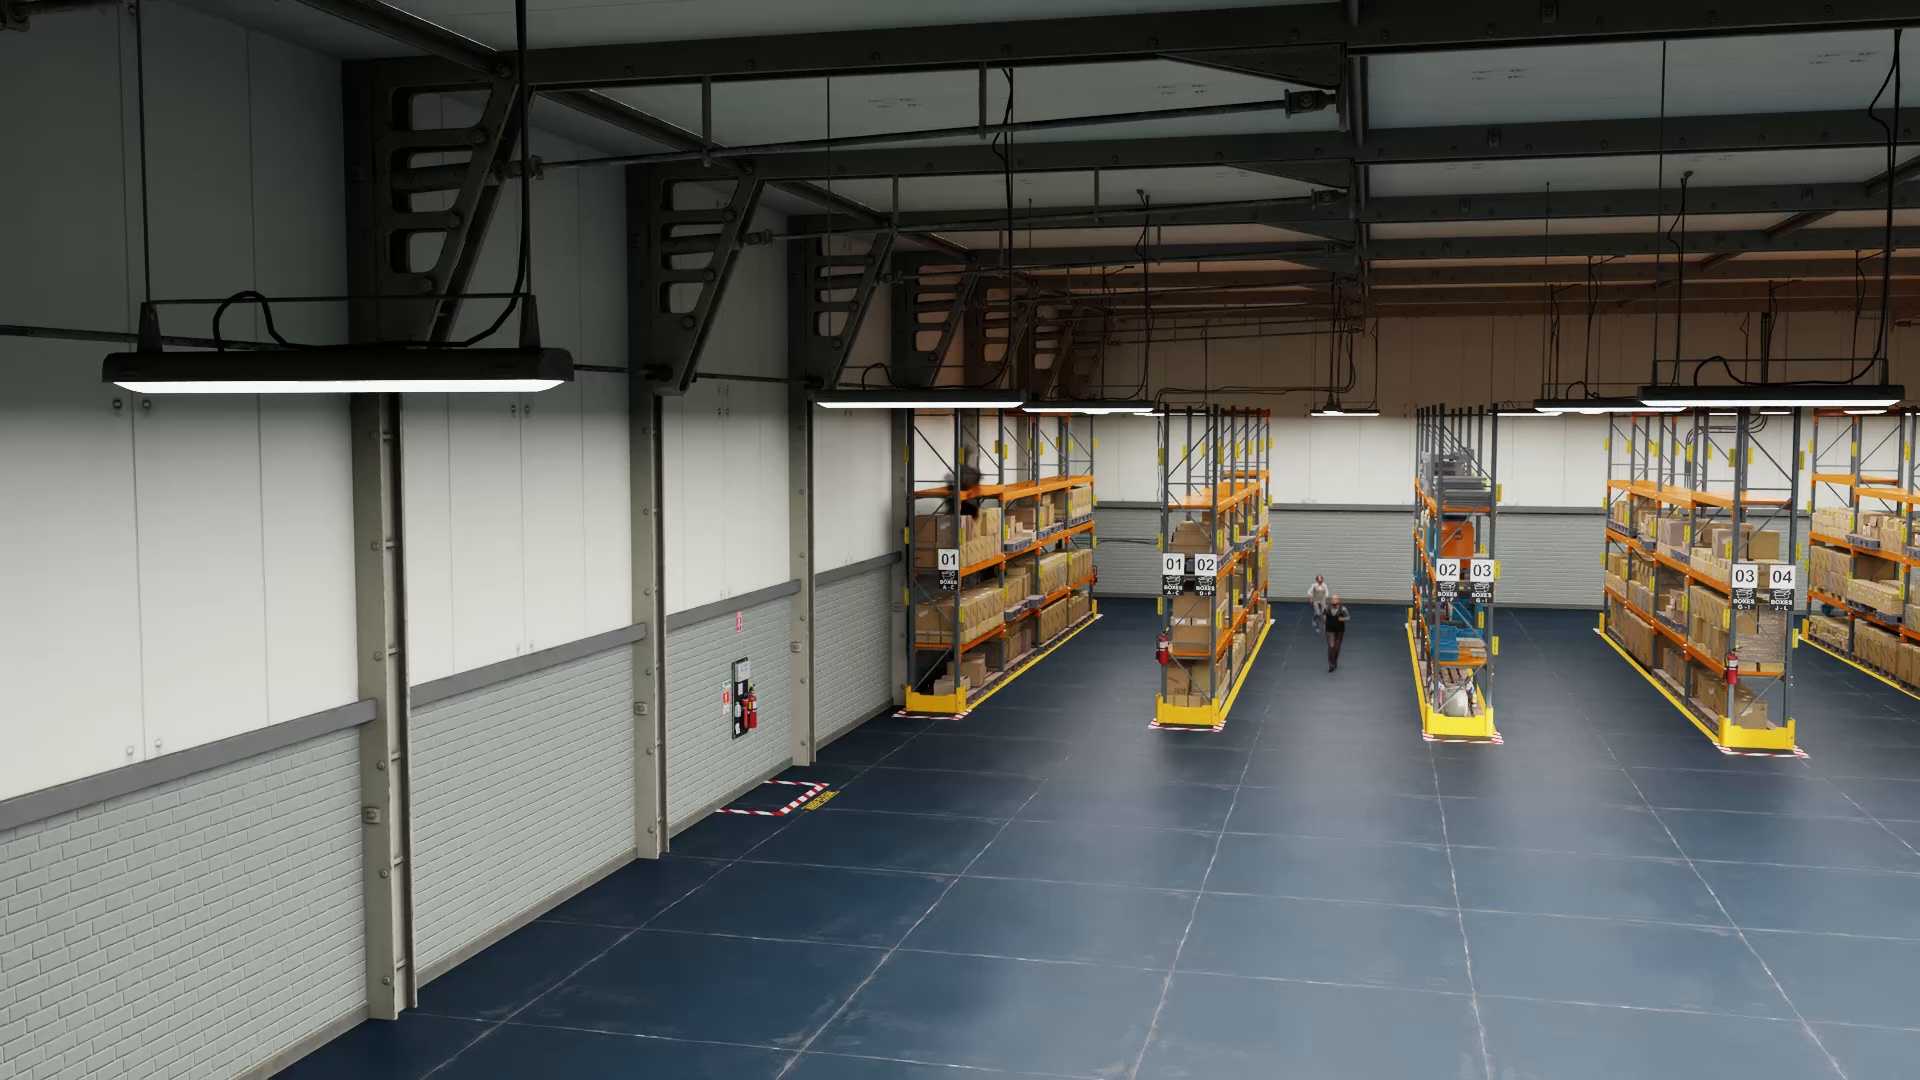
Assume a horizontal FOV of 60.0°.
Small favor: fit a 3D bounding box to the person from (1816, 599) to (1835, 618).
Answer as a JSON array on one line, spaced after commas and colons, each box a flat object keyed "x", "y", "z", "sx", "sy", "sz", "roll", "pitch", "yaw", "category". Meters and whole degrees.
[{"x": 23.243, "y": 1.713, "z": 44.429, "sx": 0.717, "sy": 1.576, "sz": 0.536, "roll": -1, "pitch": 4, "yaw": -18, "category": "person"}]

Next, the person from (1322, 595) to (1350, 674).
[{"x": 8.525, "y": 2.127, "z": 37.716, "sx": 0.630, "sy": 1.785, "sz": 0.789, "roll": 1, "pitch": 4, "yaw": 9, "category": "person"}]

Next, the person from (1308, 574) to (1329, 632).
[{"x": 9.628, "y": 1.704, "z": 44.584, "sx": 0.538, "sy": 1.562, "sz": 0.535, "roll": 0, "pitch": 4, "yaw": 0, "category": "person"}]
